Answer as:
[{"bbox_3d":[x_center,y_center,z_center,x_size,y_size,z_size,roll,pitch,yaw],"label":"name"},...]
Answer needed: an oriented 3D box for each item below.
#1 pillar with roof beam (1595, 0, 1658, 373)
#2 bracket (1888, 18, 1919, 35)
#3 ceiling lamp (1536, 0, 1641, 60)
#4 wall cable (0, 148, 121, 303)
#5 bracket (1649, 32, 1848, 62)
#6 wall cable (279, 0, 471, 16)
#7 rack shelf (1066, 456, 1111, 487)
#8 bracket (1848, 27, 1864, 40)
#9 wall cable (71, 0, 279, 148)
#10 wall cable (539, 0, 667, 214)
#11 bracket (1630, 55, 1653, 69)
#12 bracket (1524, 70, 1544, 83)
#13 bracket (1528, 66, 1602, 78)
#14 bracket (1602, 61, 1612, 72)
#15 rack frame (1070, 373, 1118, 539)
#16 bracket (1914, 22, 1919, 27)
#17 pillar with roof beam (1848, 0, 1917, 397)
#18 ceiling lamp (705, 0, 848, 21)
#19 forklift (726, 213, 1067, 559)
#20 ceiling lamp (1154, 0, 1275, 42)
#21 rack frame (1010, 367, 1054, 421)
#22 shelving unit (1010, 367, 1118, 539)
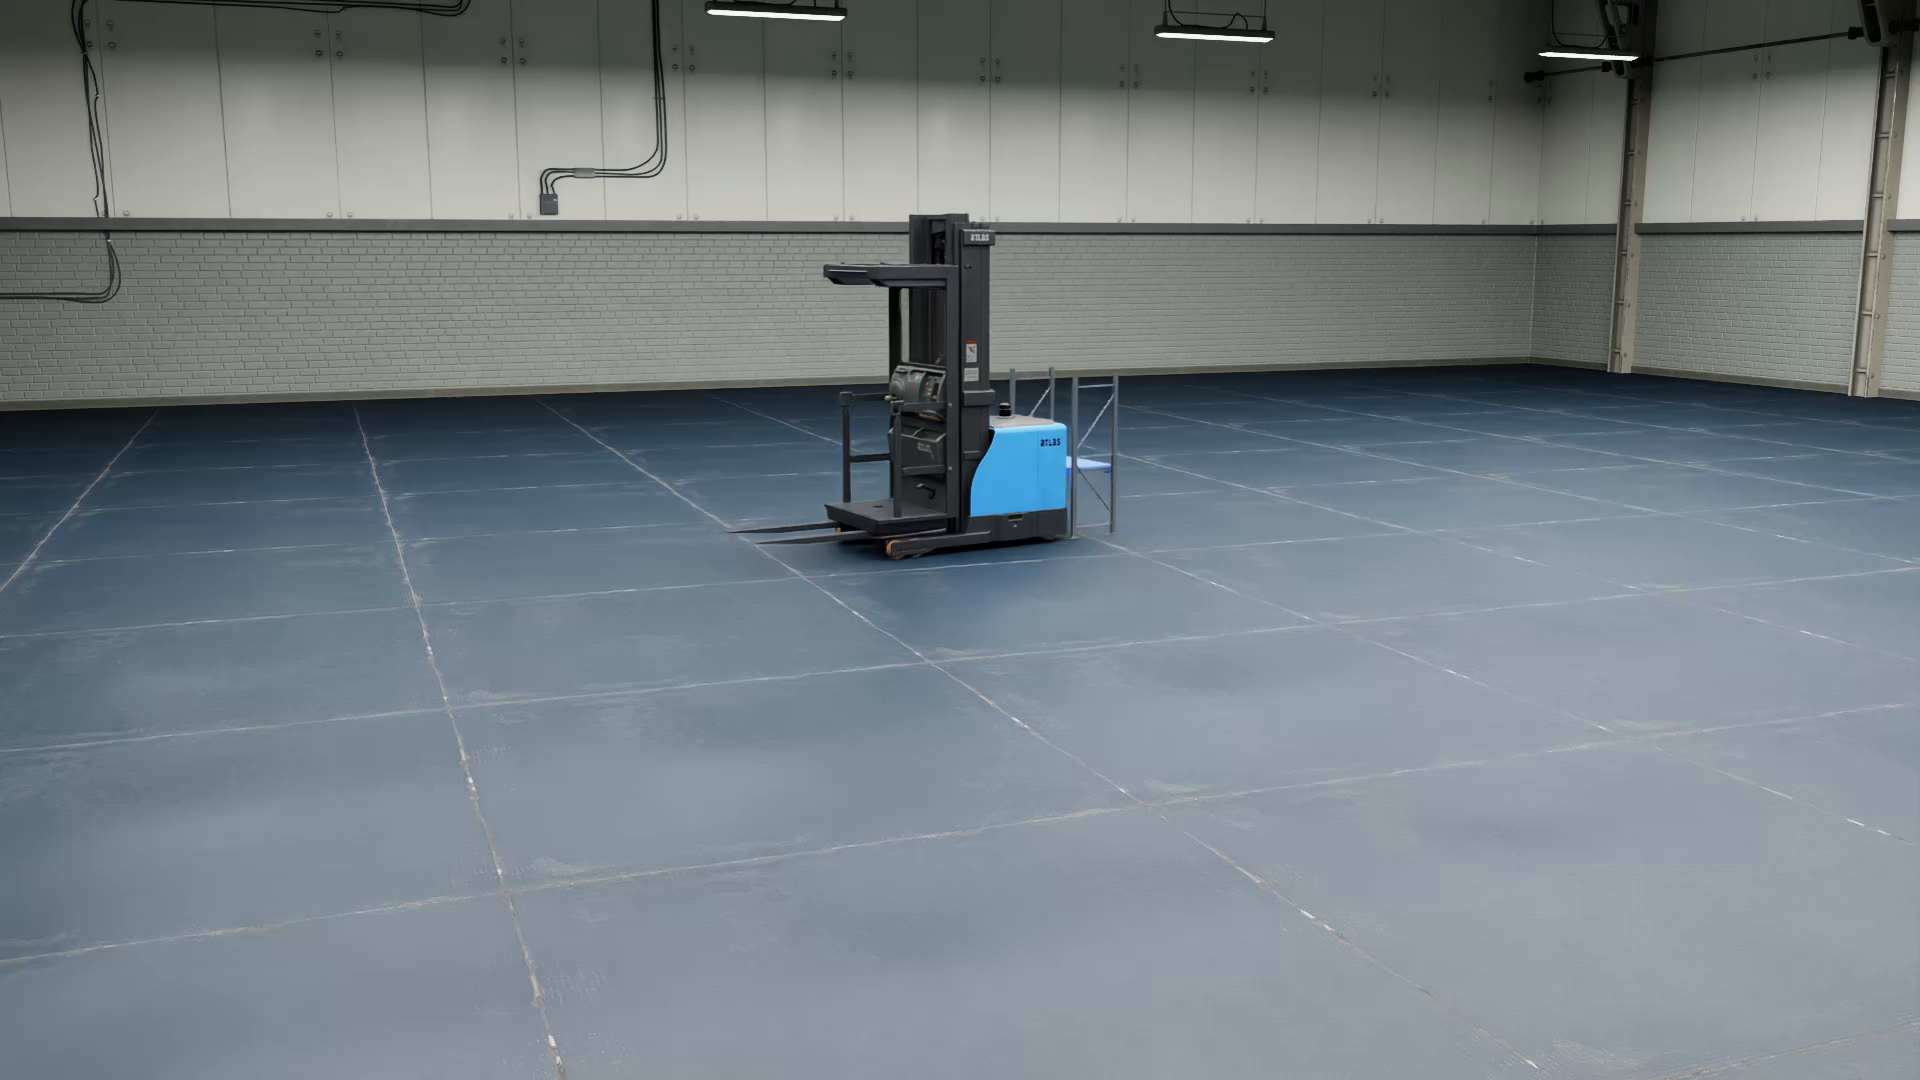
[{"bbox_3d":[9.952,-7.708,32.889,9.100,9.000,0.548,-4,11,-21],"label":"pillar with roof beam"},{"bbox_3d":[15.958,-8.684,28.096,0.235,0.232,0.430,-4,11,-21],"label":"bracket"},{"bbox_3d":[10.741,-9.910,28.598,2.000,3.185,0.800,-4,11,-21],"label":"ceiling lamp"},{"bbox_3d":[-15.230,-5.018,26.633,3.097,2.526,0.112,-4,11,-21],"label":"wall cable"},{"bbox_3d":[14.718,-9.243,31.238,0.076,0.066,4.783,-4,11,-21],"label":"bracket"},{"bbox_3d":[-9.824,-10.112,27.862,3.097,2.526,0.112,-4,11,-21],"label":"wall cable"},{"bbox_3d":[0.966,-0.671,15.765,0.538,0.185,1.000,-6,12,-32],"label":"rack shelf"},{"bbox_3d":[15.658,-8.819,28.858,0.235,0.232,0.430,-4,11,-21],"label":"bracket"},{"bbox_3d":[-12.708,-7.677,27.156,3.097,2.526,0.112,-4,11,-21],"label":"wall cable"},{"bbox_3d":[-6.376,-8.821,29.436,2.305,6.003,0.169,-4,11,-21],"label":"wall cable"},{"bbox_3d":[13.784,-9.663,33.602,0.235,0.232,0.430,-4,11,-21],"label":"bracket"},{"bbox_3d":[12.624,-10.186,36.538,0.235,0.232,0.430,-4,11,-21],"label":"bracket"},{"bbox_3d":[12.839,-10.089,35.996,0.076,0.066,3.189,-4,11,-21],"label":"bracket"},{"bbox_3d":[13.483,-9.799,34.363,0.235,0.232,0.430,-4,11,-21],"label":"bracket"},{"bbox_3d":[1.236,-0.772,15.310,0.500,1.500,0.032,-6,12,-32],"label":"rack frame"},{"bbox_3d":[16.892,-8.263,25.732,0.076,0.066,4.783,-4,11,-21],"label":"bracket"},{"bbox_3d":[12.126,-6.729,27.383,9.100,9.000,0.548,-4,11,-21],"label":"pillar with roof beam"},{"bbox_3d":[-2.680,-8.996,23.460,2.000,3.185,0.800,-4,11,-21],"label":"ceiling lamp"},{"bbox_3d":[-0.554,-1.382,14.648,3.031,2.935,1.130,-6,12,-29],"label":"forklift"},{"bbox_3d":[3.900,-9.444,25.979,2.000,3.185,0.800,-4,11,-21],"label":"ceiling lamp"},{"bbox_3d":[0.697,-0.923,16.158,0.500,1.500,0.032,-6,12,-32],"label":"rack frame"},{"bbox_3d":[0.967,-0.848,15.734,0.538,1.500,1.048,-6,12,-32],"label":"shelving unit"}]
